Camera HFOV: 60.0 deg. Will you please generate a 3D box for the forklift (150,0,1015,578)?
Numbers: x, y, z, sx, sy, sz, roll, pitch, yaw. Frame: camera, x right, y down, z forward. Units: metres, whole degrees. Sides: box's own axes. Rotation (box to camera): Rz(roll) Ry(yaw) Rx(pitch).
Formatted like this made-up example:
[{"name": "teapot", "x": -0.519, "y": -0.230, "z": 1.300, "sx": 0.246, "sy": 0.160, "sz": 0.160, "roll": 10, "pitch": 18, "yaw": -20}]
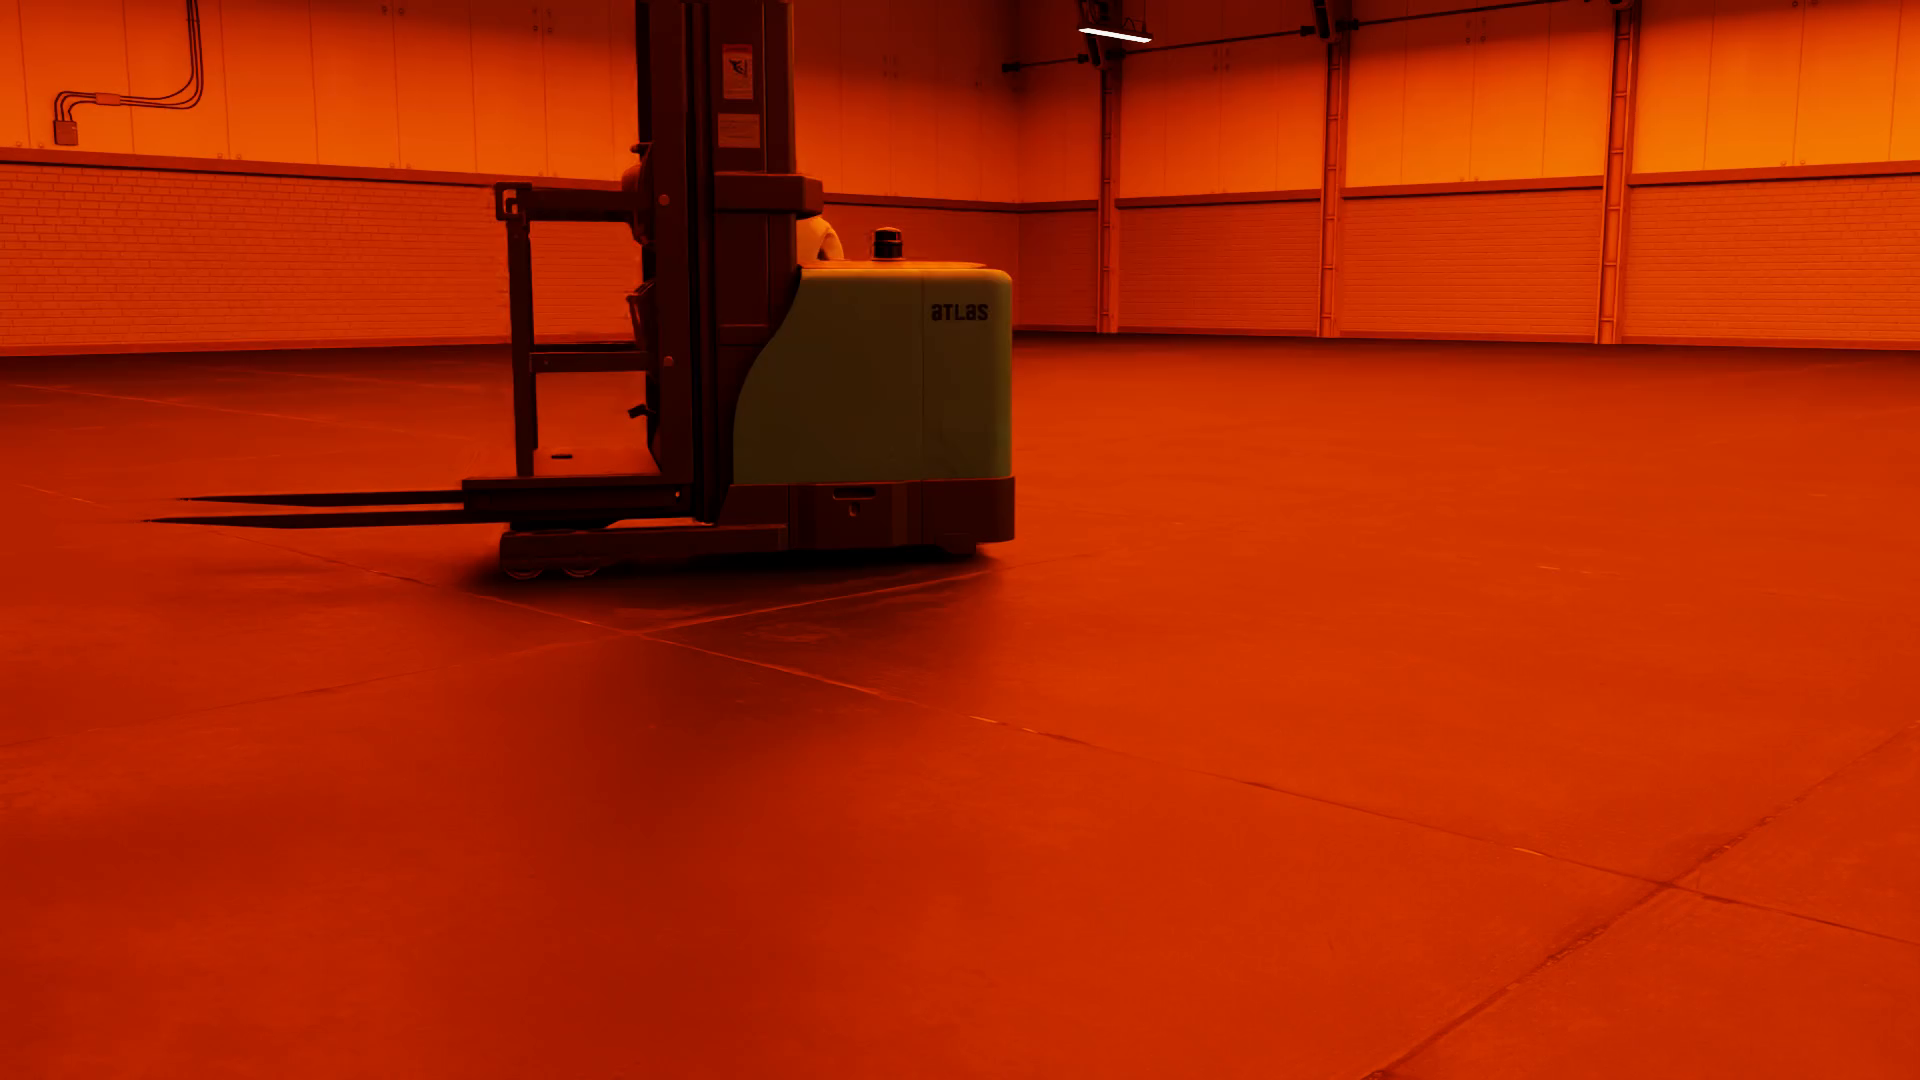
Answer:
[{"name": "forklift", "x": -1.366, "y": -1.397, "z": 6.151, "sx": 3.031, "sy": 2.935, "sz": 1.130, "roll": -2, "pitch": 9, "yaw": -13}]
